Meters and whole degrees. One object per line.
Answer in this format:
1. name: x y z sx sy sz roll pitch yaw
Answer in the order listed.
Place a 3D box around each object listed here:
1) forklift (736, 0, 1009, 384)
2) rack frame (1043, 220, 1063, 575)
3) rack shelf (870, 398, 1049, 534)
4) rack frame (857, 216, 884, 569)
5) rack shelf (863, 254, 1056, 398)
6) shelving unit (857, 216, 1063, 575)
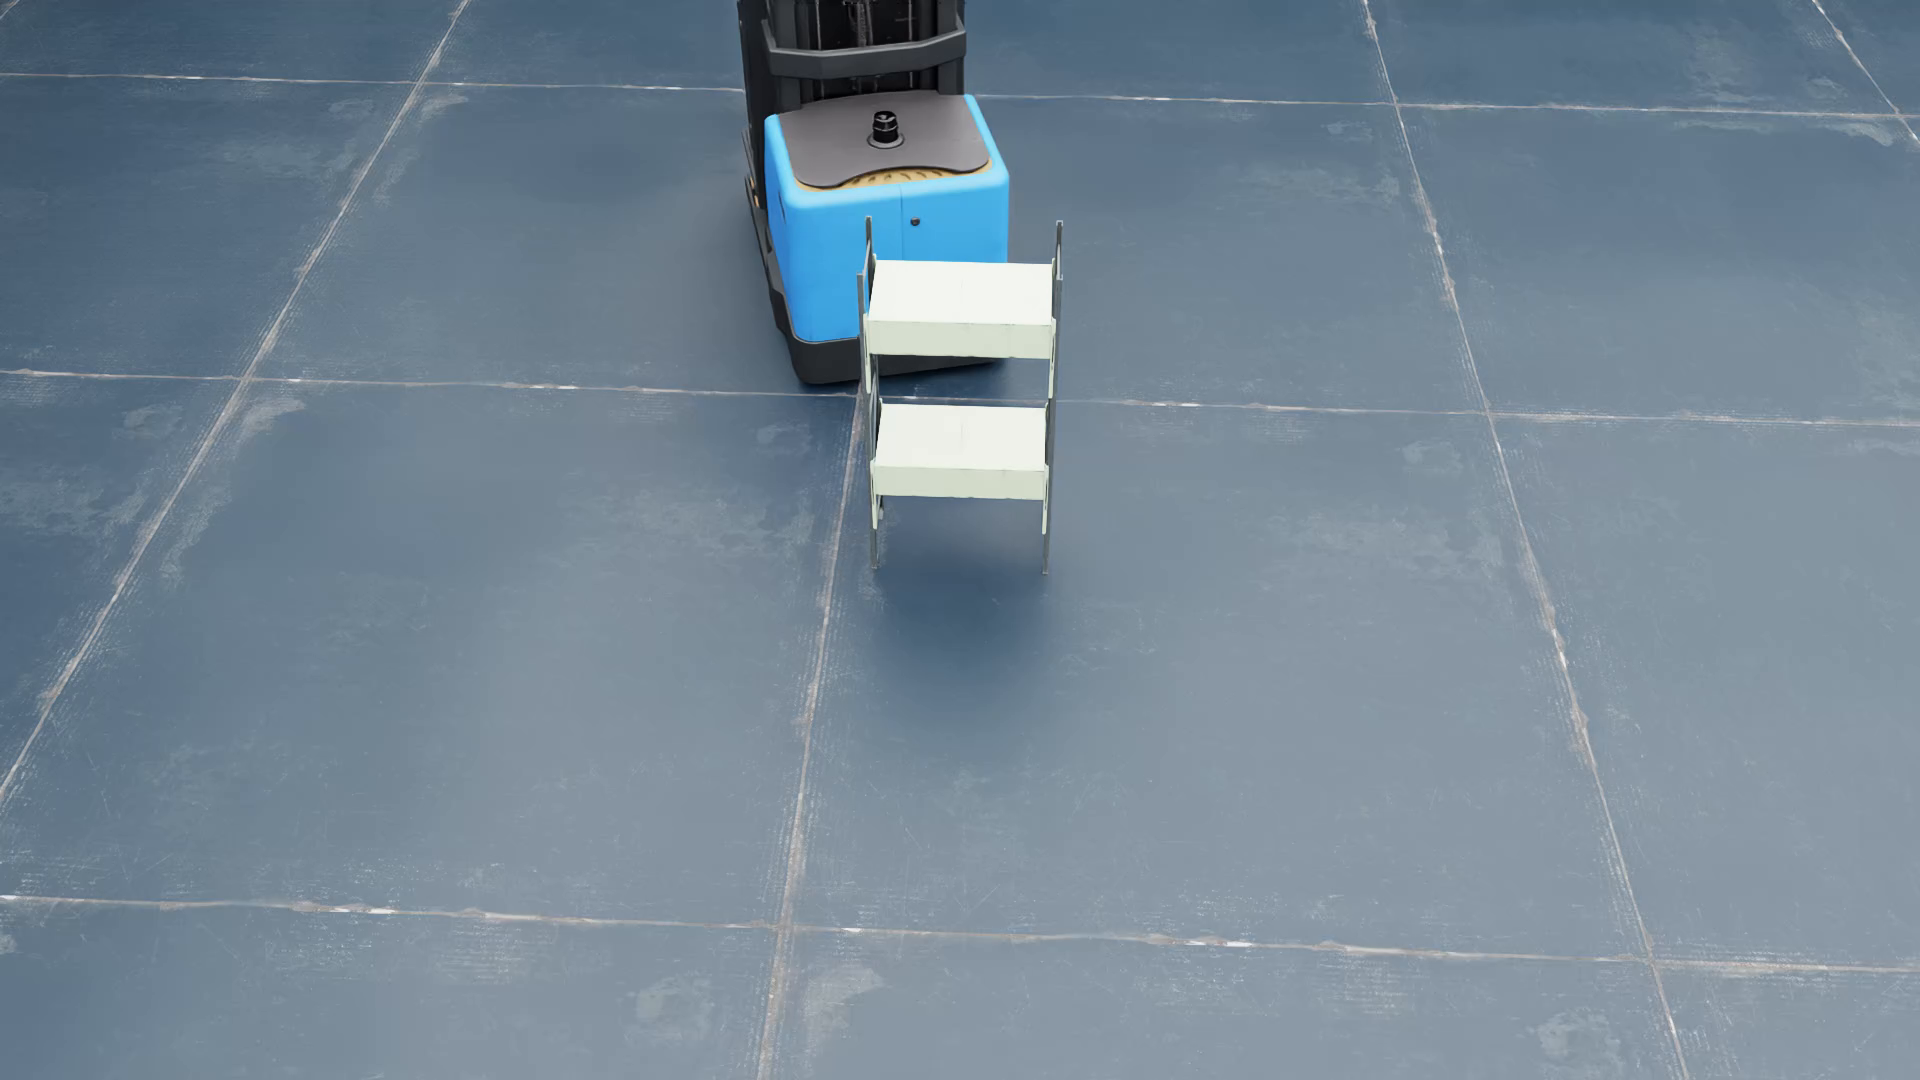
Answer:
1. forklift: -0.573 -2.834 8.142 1.130 2.935 3.031 -8 44 -9
2. rack frame: 0.372 -0.537 6.727 0.023 1.500 0.400 2 43 2
3. rack shelf: 0.007 -0.310 6.961 0.720 0.370 0.431 2 43 2
4. rack frame: -0.359 -0.560 6.751 0.023 1.500 0.400 2 43 2
5. rack shelf: 0.007 -0.834 6.473 0.720 0.370 0.431 2 43 2
6. shelving unit: 0.007 -0.549 6.739 0.755 1.500 0.431 2 43 2
